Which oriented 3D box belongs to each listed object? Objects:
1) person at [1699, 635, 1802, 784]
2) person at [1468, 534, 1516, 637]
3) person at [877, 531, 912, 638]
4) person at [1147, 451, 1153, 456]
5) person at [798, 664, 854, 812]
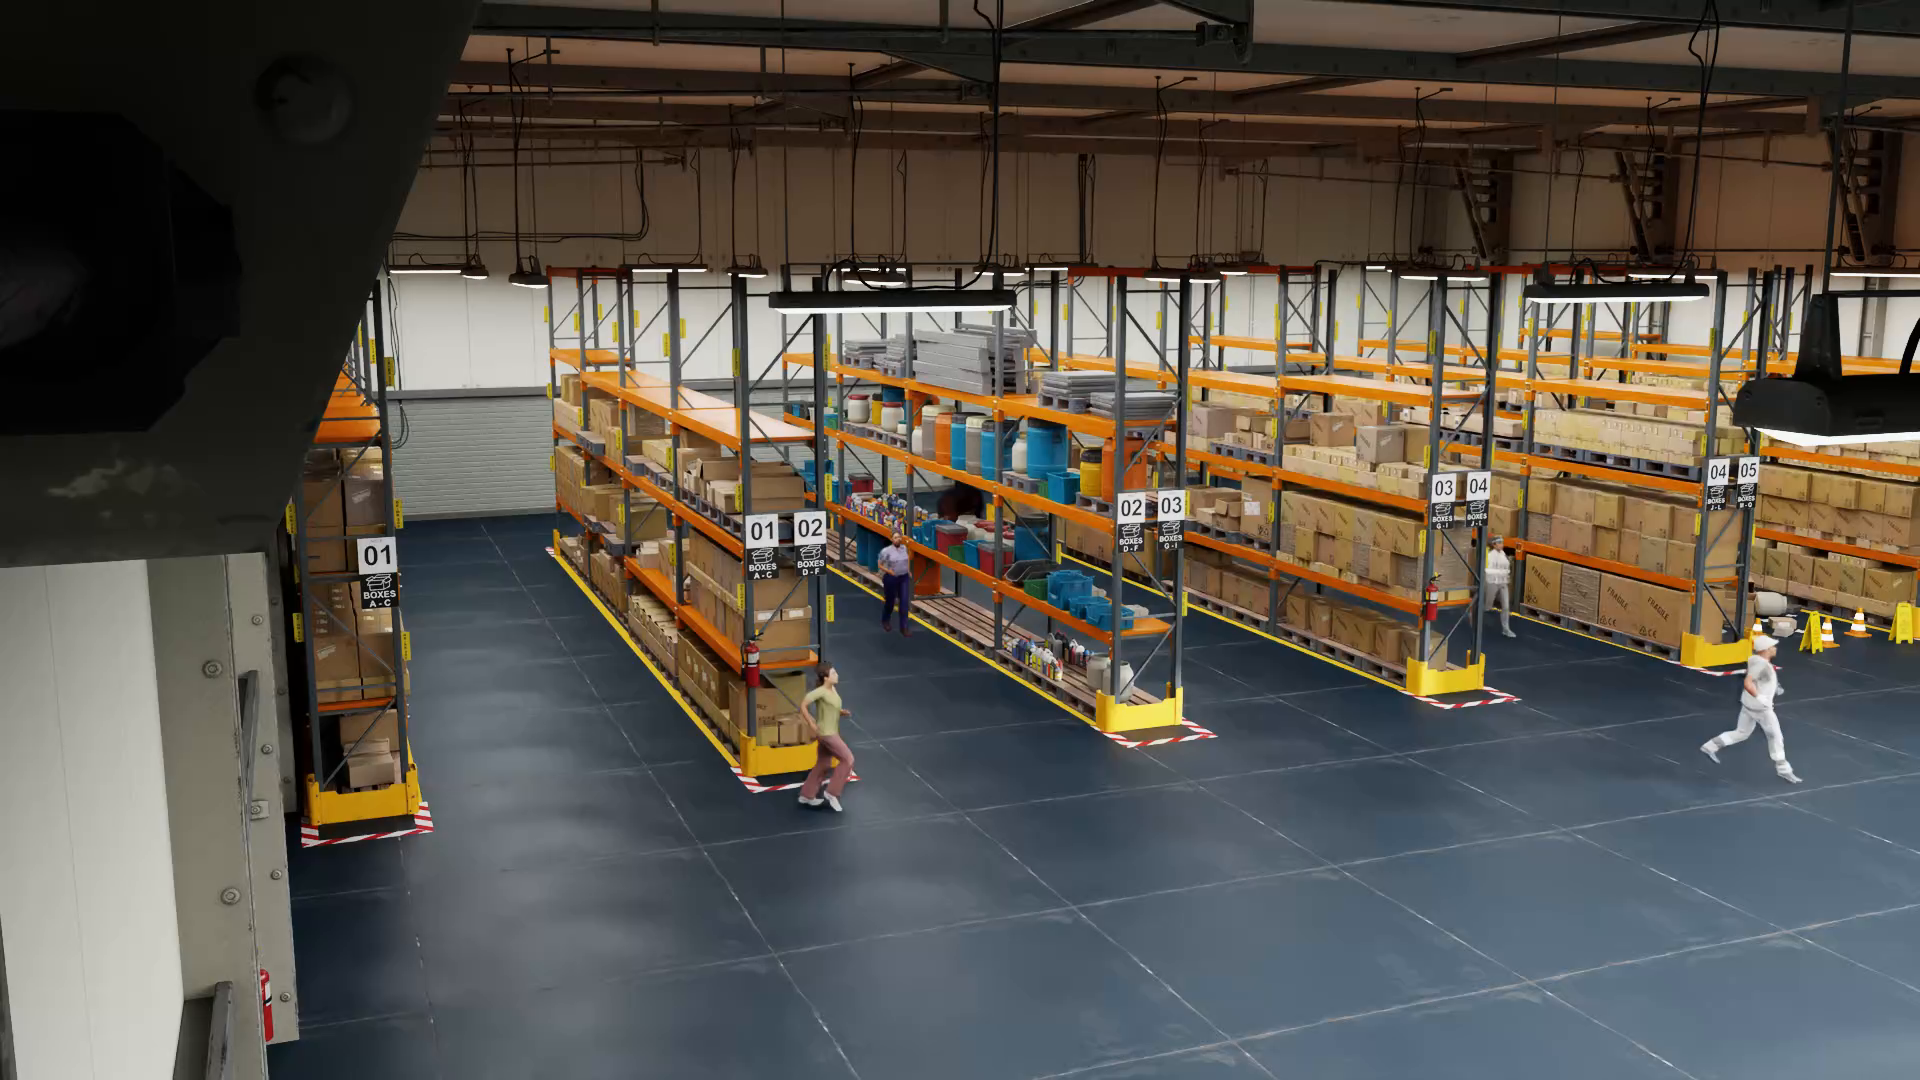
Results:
[{"bbox_3d":[9.547,2.014,19.988,1.172,1.789,0.623,1,10,3],"label":"person"},{"bbox_3d":[8.874,0.723,27.551,0.617,1.673,0.918,-6,11,-29],"label":"person"},{"bbox_3d":[-1.012,0.682,26.386,0.613,1.653,0.833,-4,11,-24],"label":"person"},{"bbox_3d":[4.407,-1.278,39.305,0.602,1.653,0.868,0,10,-3],"label":"person"},{"bbox_3d":[-1.526,2.236,19.042,0.664,1.664,0.568,1,10,5],"label":"person"}]
